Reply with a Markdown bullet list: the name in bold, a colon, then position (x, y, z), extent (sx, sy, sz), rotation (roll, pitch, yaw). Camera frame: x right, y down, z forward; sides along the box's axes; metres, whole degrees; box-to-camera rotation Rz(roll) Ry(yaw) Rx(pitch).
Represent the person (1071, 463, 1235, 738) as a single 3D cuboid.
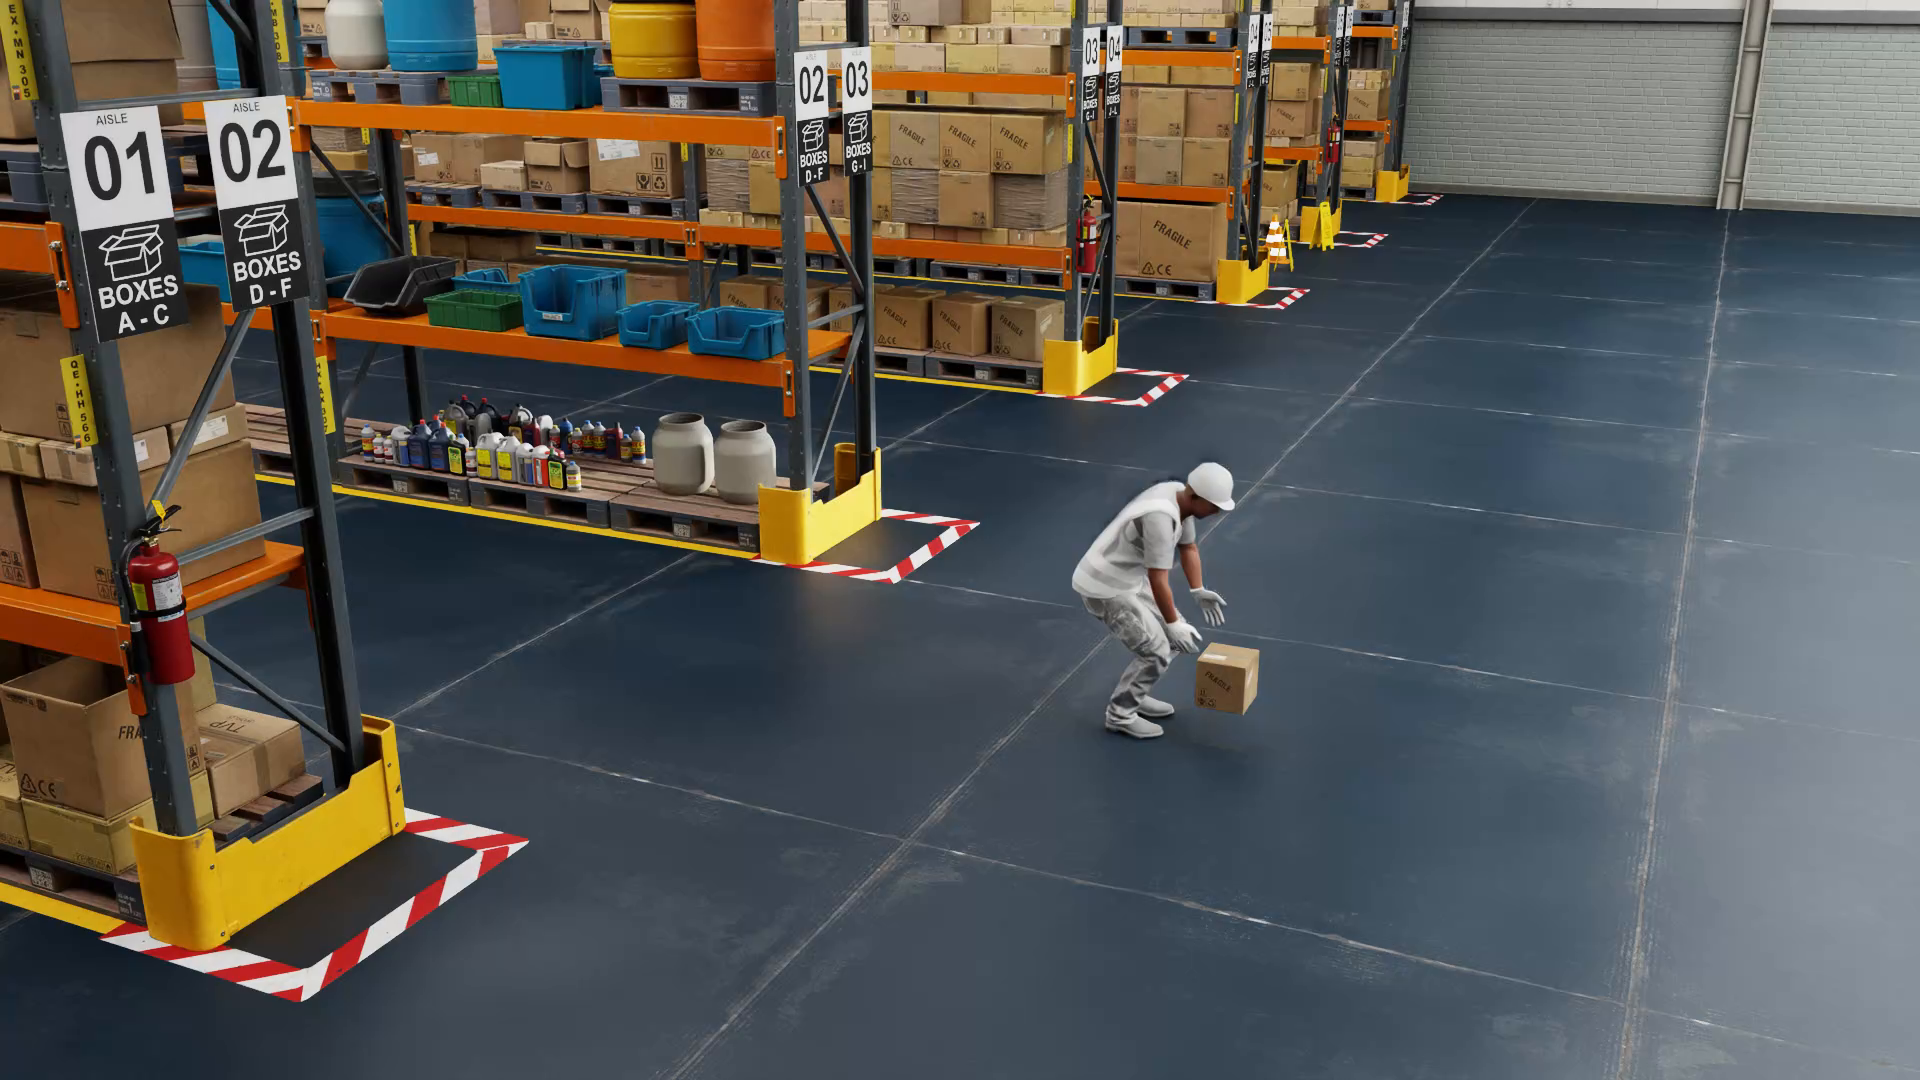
- **person**: position (0.968, 0.261, 8.346), extent (0.772, 1.412, 0.613), rotation (8, 21, 23)
